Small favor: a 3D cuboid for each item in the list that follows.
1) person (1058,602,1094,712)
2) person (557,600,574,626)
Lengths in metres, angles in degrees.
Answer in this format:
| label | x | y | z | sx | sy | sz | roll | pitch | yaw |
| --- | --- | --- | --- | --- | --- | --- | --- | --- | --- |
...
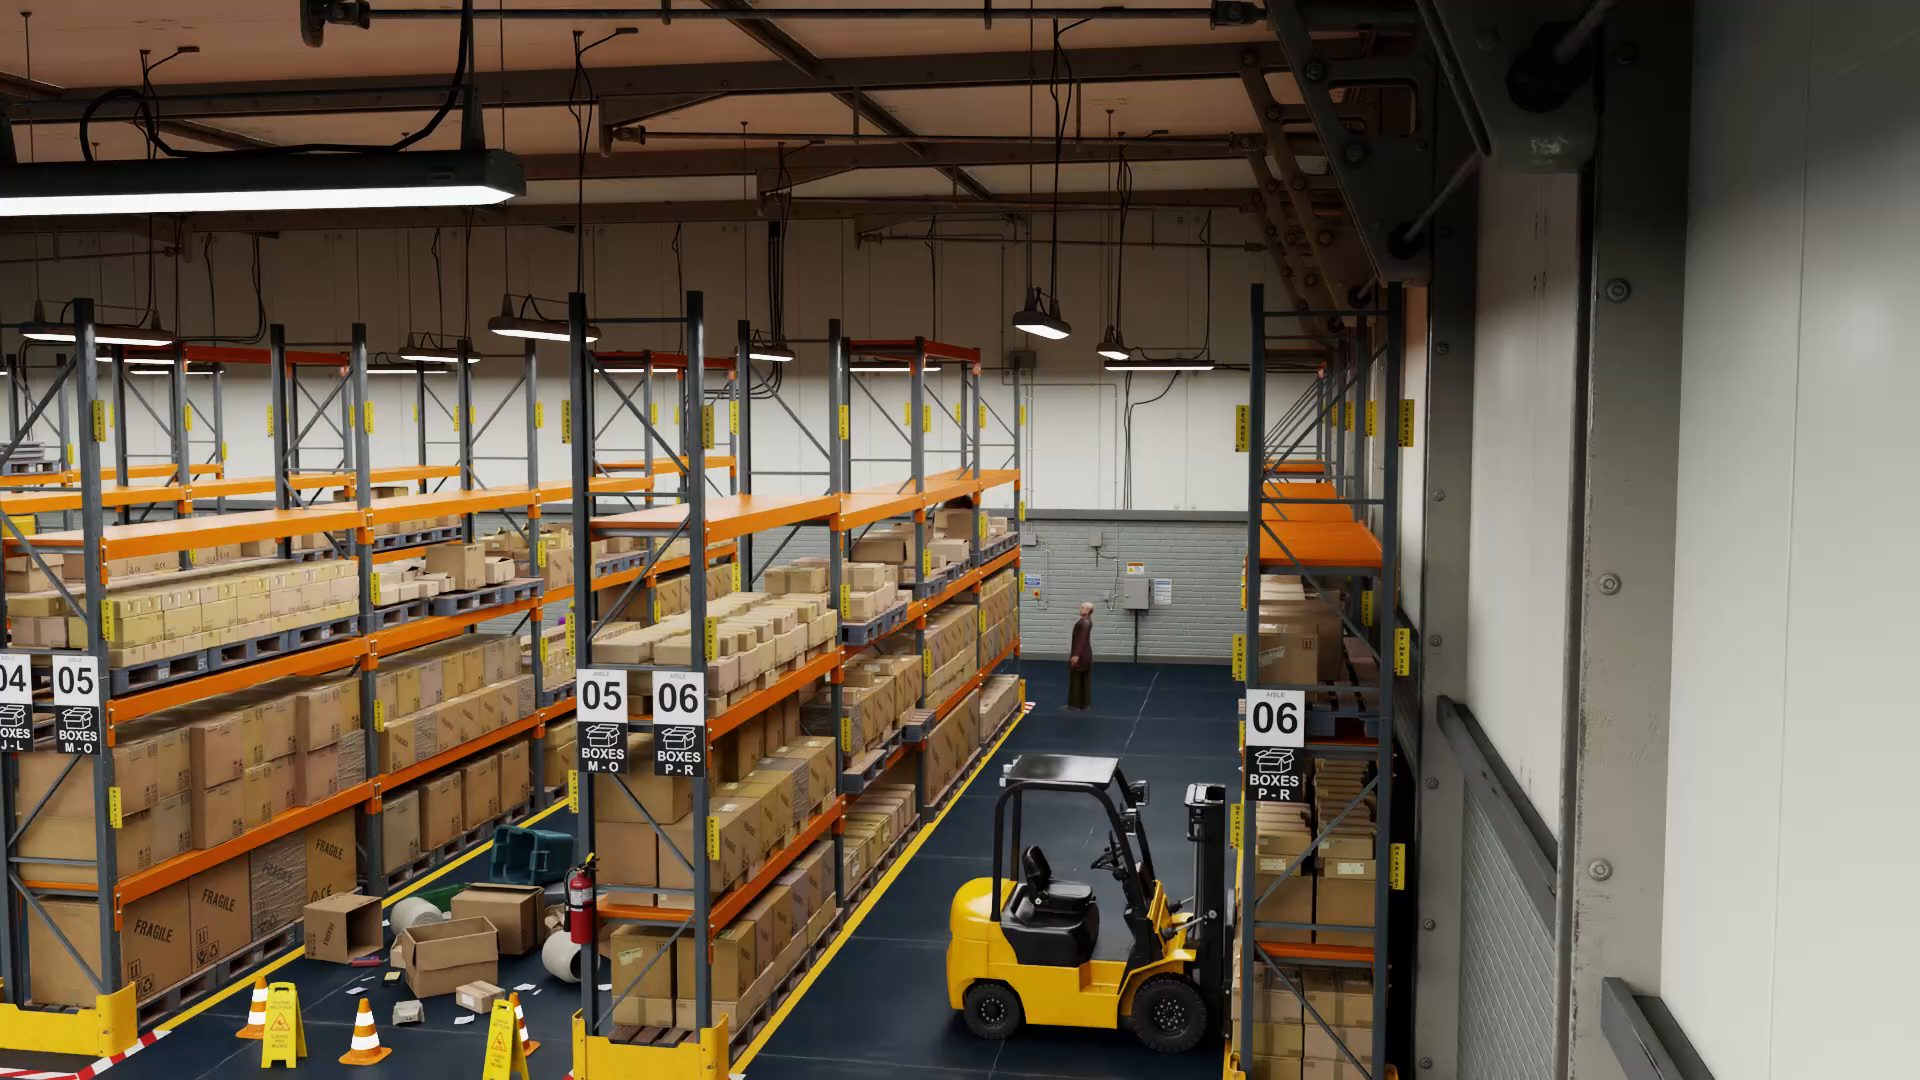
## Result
| label | x | y | z | sx | sy | sz | roll | pitch | yaw |
| --- | --- | --- | --- | --- | --- | --- | --- | --- | --- |
| person | 1.918 | 1.894 | 27.048 | 0.536 | 1.773 | 0.646 | 2 | 5 | 25 |
| person | -6.838 | 1.930 | 29.617 | 0.800 | 1.746 | 1.003 | 1 | 5 | 12 |
